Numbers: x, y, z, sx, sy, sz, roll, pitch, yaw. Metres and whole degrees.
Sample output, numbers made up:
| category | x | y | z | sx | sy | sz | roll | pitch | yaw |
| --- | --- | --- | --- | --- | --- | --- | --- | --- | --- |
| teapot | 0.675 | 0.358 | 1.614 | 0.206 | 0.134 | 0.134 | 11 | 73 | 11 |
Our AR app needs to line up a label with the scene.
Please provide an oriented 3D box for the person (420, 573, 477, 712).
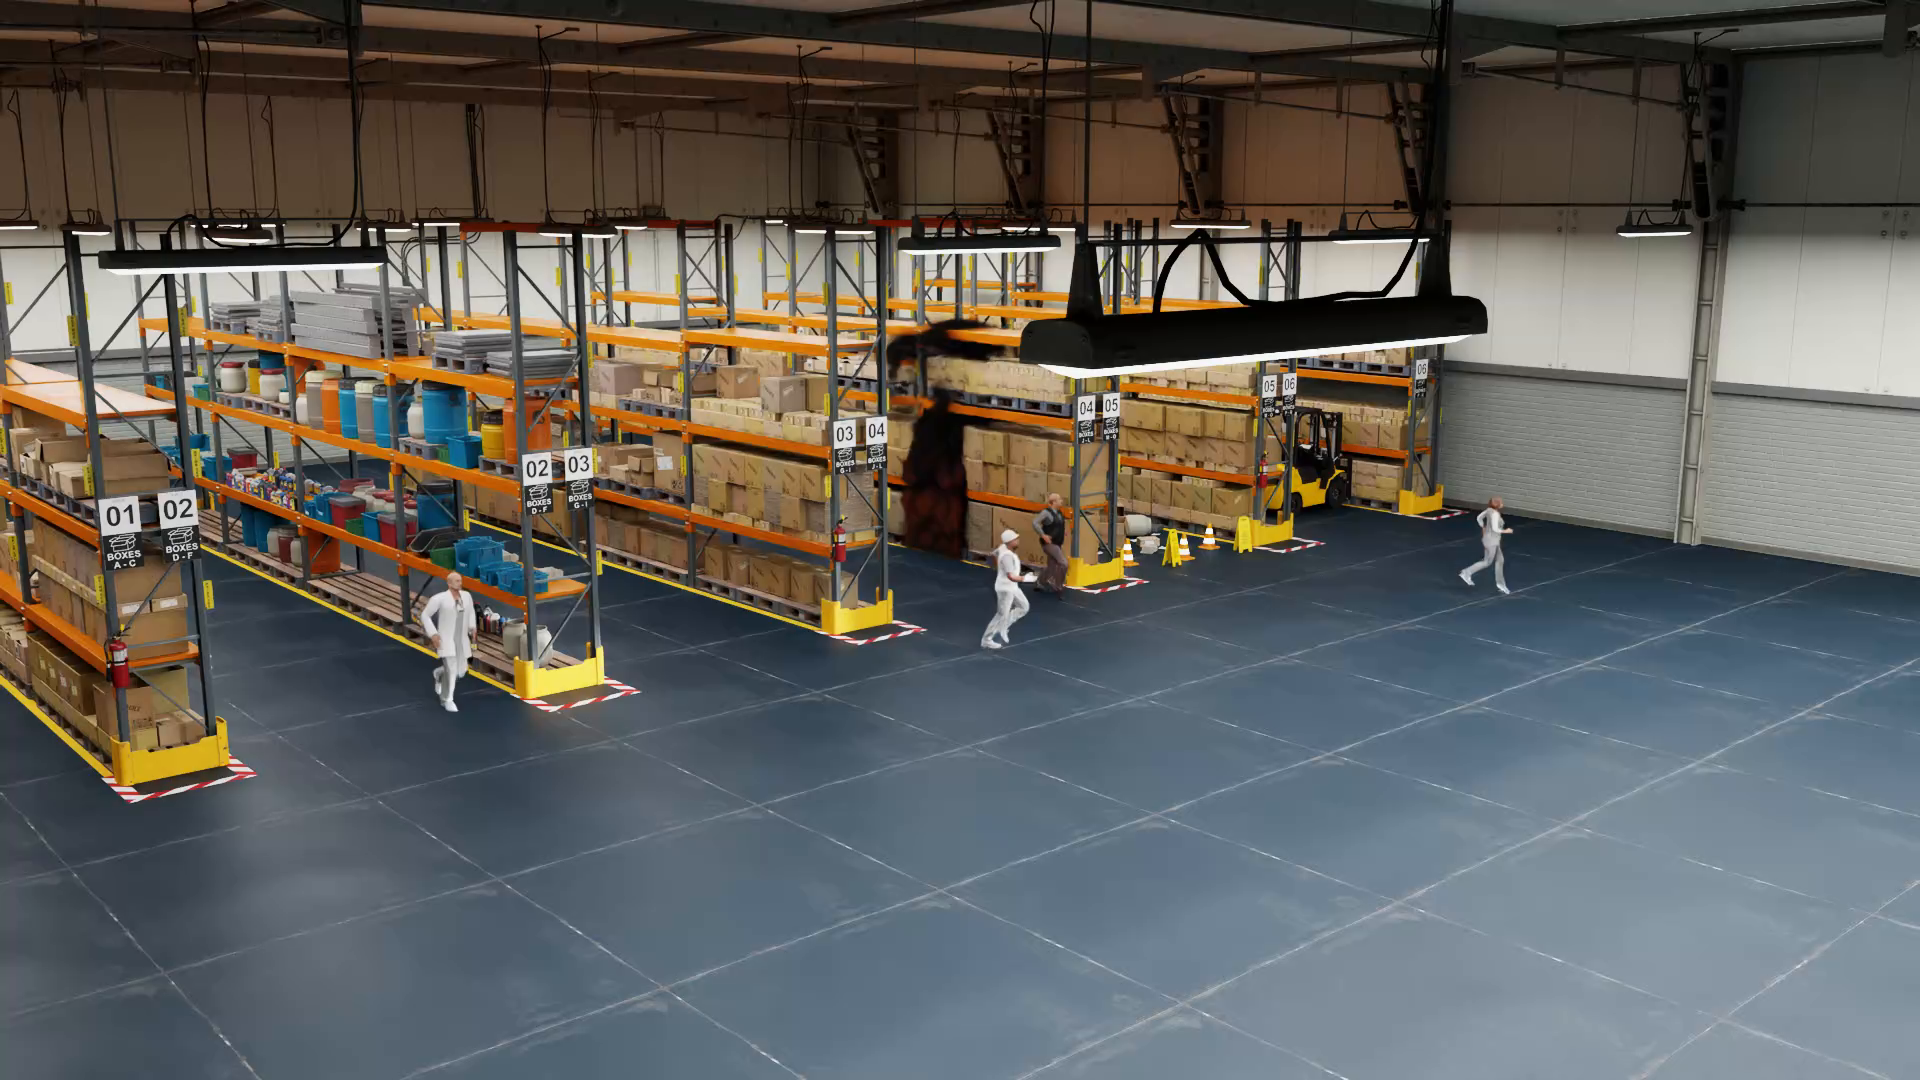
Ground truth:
| category | x | y | z | sx | sy | sz | roll | pitch | yaw |
| --- | --- | --- | --- | --- | --- | --- | --- | --- | --- |
| person | -6.521 | 1.275 | 21.308 | 0.684 | 1.738 | 0.759 | 10 | 15 | 41 |

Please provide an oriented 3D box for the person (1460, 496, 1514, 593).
| category | x | y | z | sx | sy | sz | roll | pitch | yaw |
| --- | --- | --- | --- | --- | --- | --- | --- | --- | --- |
| person | 8.733 | 0.081 | 27.509 | 0.826 | 1.641 | 0.569 | 2 | 12 | 9 |

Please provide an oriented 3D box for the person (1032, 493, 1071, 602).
| category | x | y | z | sx | sy | sz | roll | pitch | yaw |
| --- | --- | --- | --- | --- | --- | --- | --- | --- | --- |
| person | 1.503 | 0.110 | 27.050 | 0.717 | 1.753 | 0.661 | 6 | 13 | 27 |

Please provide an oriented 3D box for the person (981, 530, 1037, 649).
| category | x | y | z | sx | sy | sz | roll | pitch | yaw |
| --- | --- | --- | --- | --- | --- | --- | --- | --- | --- |
| person | 0.711 | 0.692 | 23.953 | 0.805 | 1.731 | 0.705 | 1 | 11 | 5 |
